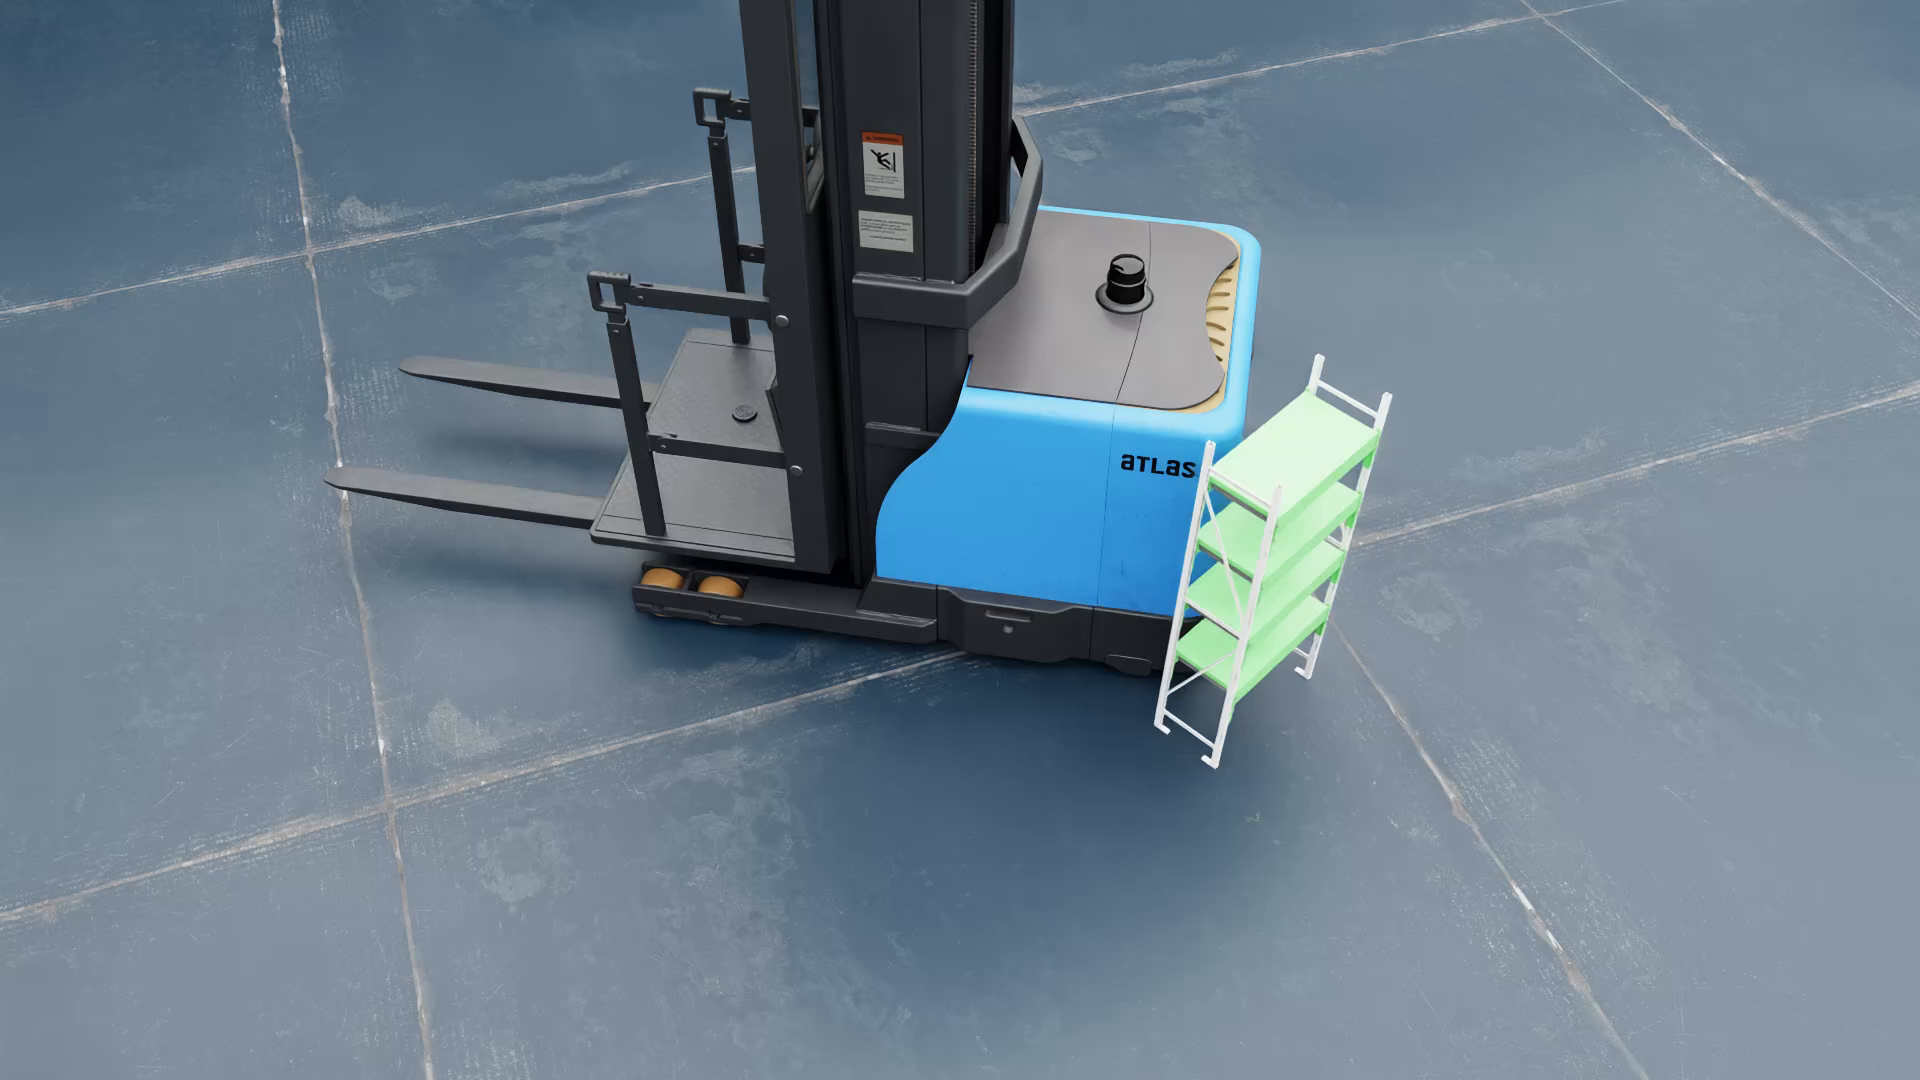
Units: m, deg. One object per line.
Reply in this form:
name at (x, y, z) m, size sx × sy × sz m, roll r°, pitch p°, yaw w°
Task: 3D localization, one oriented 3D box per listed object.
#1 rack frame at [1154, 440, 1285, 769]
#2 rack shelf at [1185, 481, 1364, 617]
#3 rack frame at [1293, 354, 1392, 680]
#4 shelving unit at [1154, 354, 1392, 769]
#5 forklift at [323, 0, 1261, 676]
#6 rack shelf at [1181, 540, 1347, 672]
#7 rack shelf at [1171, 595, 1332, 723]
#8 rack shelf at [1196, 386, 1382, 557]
rack frame at (0.710, 0.219, 4.677) m, size 0.240 × 1.200 × 0.015 m, roll 35°, pitch 55°, yaw 27°
rack shelf at (0.883, -0.027, 4.674) m, size 0.258 × 0.148 × 0.480 m, roll 35°, pitch 55°, yaw 27°
rack frame at (1.046, -0.032, 4.927) m, size 0.240 × 1.200 × 0.015 m, roll 35°, pitch 55°, yaw 27°
shelving unit at (0.878, 0.094, 4.802) m, size 0.258 × 1.200 × 0.503 m, roll 35°, pitch 55°, yaw 27°
forklift at (-0.612, -1.115, 4.792) m, size 3.031 × 2.935 × 1.130 m, roll 7°, pitch 46°, yaw 7°
rack shelf at (0.876, 0.138, 4.849) m, size 0.258 × 0.148 × 0.480 m, roll 35°, pitch 55°, yaw 27°
rack shelf at (0.870, 0.302, 5.023) m, size 0.258 × 0.148 × 0.480 m, roll 35°, pitch 55°, yaw 27°
rack shelf at (0.890, -0.192, 4.500) m, size 0.258 × 0.148 × 0.480 m, roll 35°, pitch 55°, yaw 27°
